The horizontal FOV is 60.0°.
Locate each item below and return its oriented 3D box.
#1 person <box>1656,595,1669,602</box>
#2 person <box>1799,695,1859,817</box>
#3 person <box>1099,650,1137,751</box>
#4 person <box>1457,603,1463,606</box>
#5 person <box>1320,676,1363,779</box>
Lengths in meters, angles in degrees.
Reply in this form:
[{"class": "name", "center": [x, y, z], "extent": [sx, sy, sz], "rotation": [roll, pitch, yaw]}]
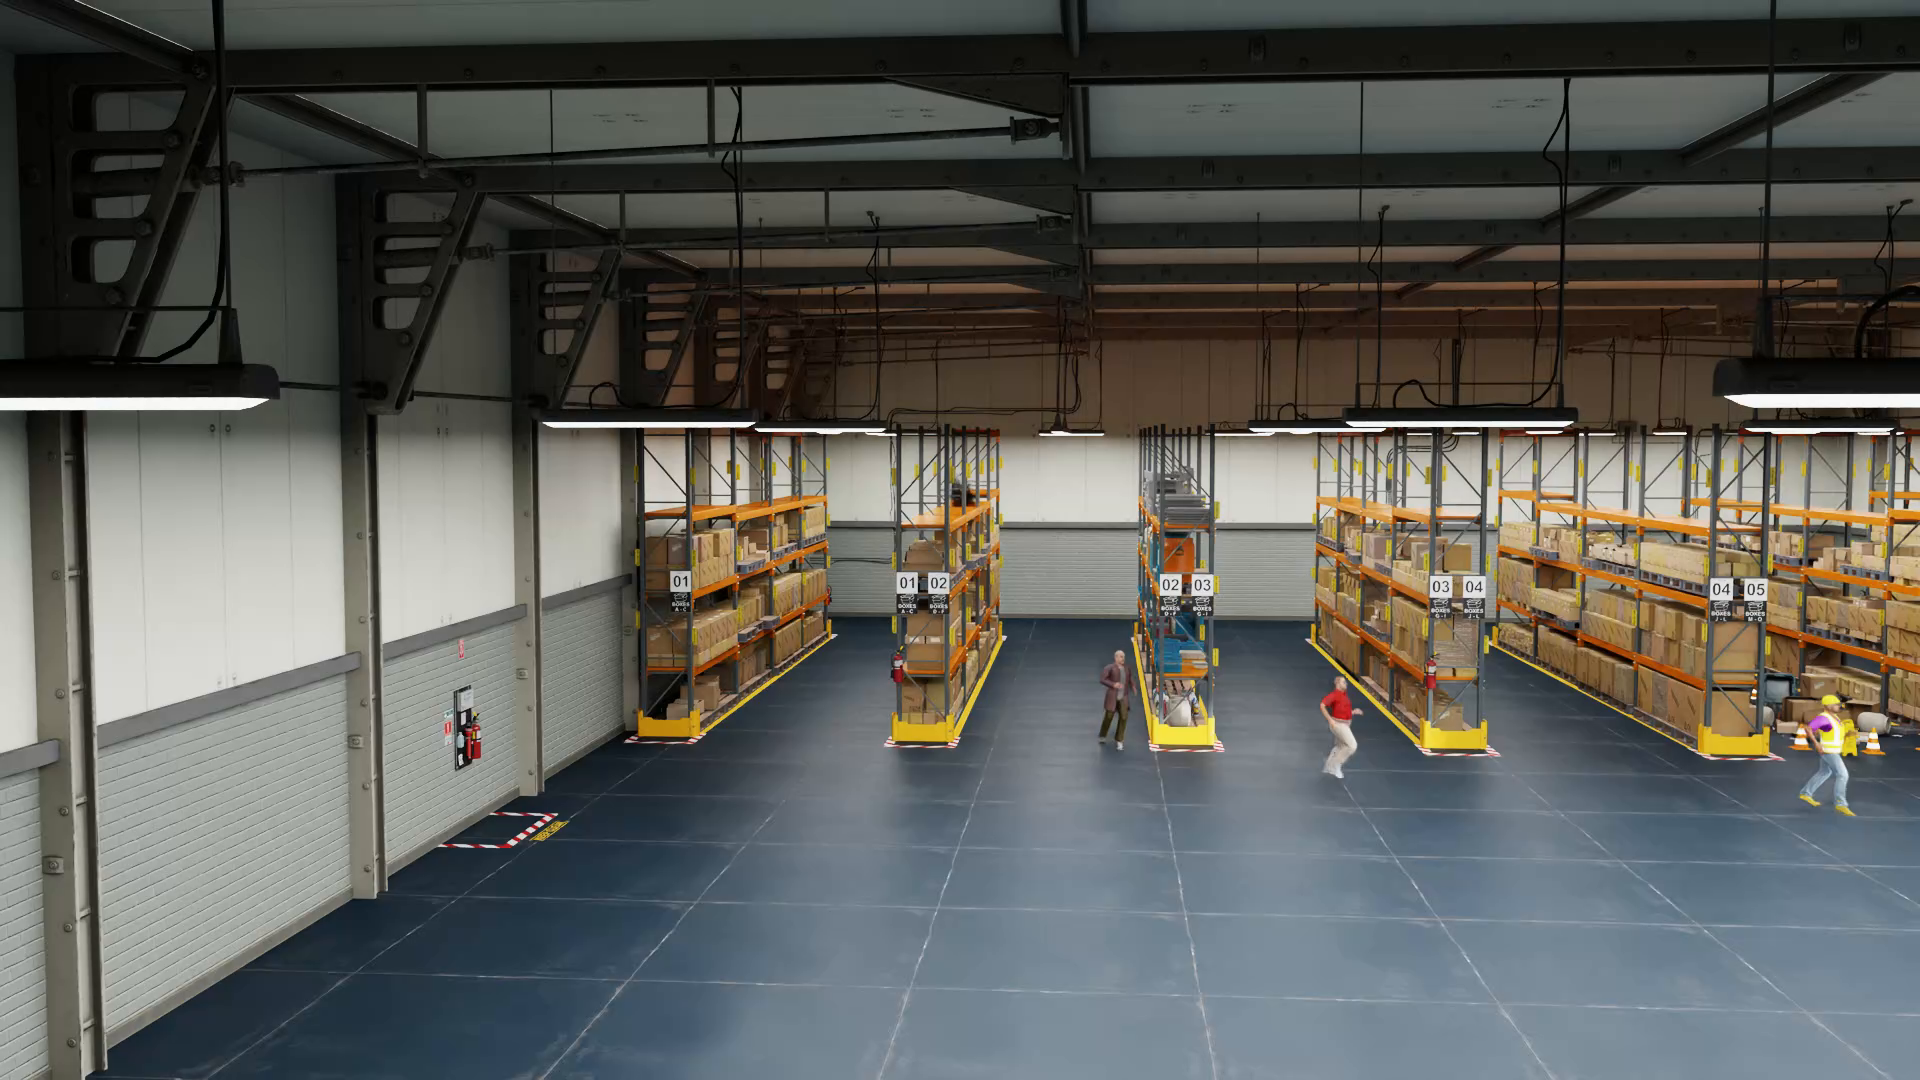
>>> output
[{"class": "person", "center": [19.930, 2.051, 47.250], "extent": [0.544, 1.603, 0.634], "rotation": [0, 3, 2]}, {"class": "person", "center": [13.305, 3.279, 25.462], "extent": [0.820, 1.821, 0.677], "rotation": [3, 4, 37]}, {"class": "person", "center": [2.954, 2.962, 30.870], "extent": [0.768, 1.818, 0.809], "rotation": [-1, 4, -20]}, {"class": "person", "center": [13.636, 2.043, 45.642], "extent": [0.749, 1.765, 0.951], "rotation": [0, 3, 5]}, {"class": "person", "center": [6.456, 3.164, 28.035], "extent": [0.675, 1.715, 0.637], "rotation": [2, 4, 29]}]
